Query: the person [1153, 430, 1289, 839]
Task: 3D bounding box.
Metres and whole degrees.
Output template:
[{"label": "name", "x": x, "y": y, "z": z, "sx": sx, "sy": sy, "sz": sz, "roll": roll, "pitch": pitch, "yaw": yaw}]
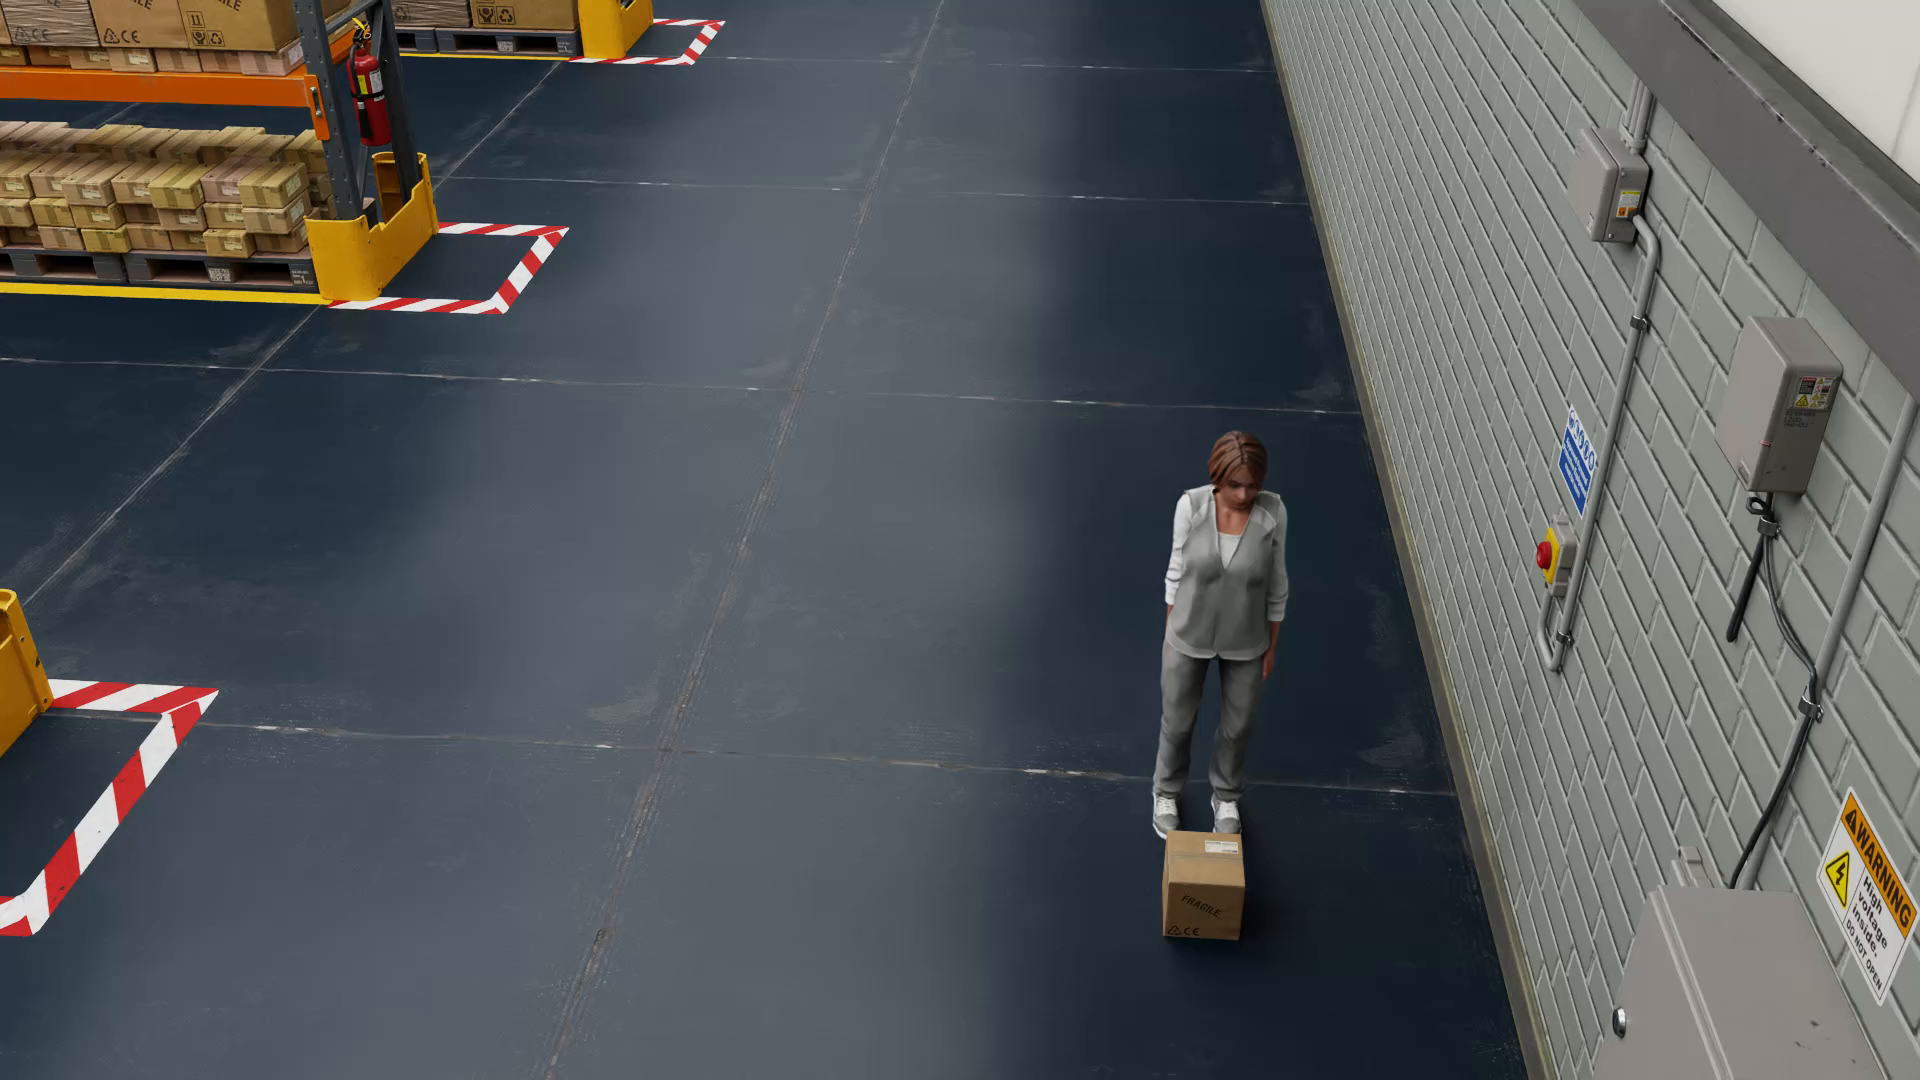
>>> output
[{"label": "person", "x": 0.883, "y": 0.345, "z": 5.617, "sx": 0.407, "sy": 1.595, "sz": 0.303, "roll": 3, "pitch": 33, "yaw": 5}]
